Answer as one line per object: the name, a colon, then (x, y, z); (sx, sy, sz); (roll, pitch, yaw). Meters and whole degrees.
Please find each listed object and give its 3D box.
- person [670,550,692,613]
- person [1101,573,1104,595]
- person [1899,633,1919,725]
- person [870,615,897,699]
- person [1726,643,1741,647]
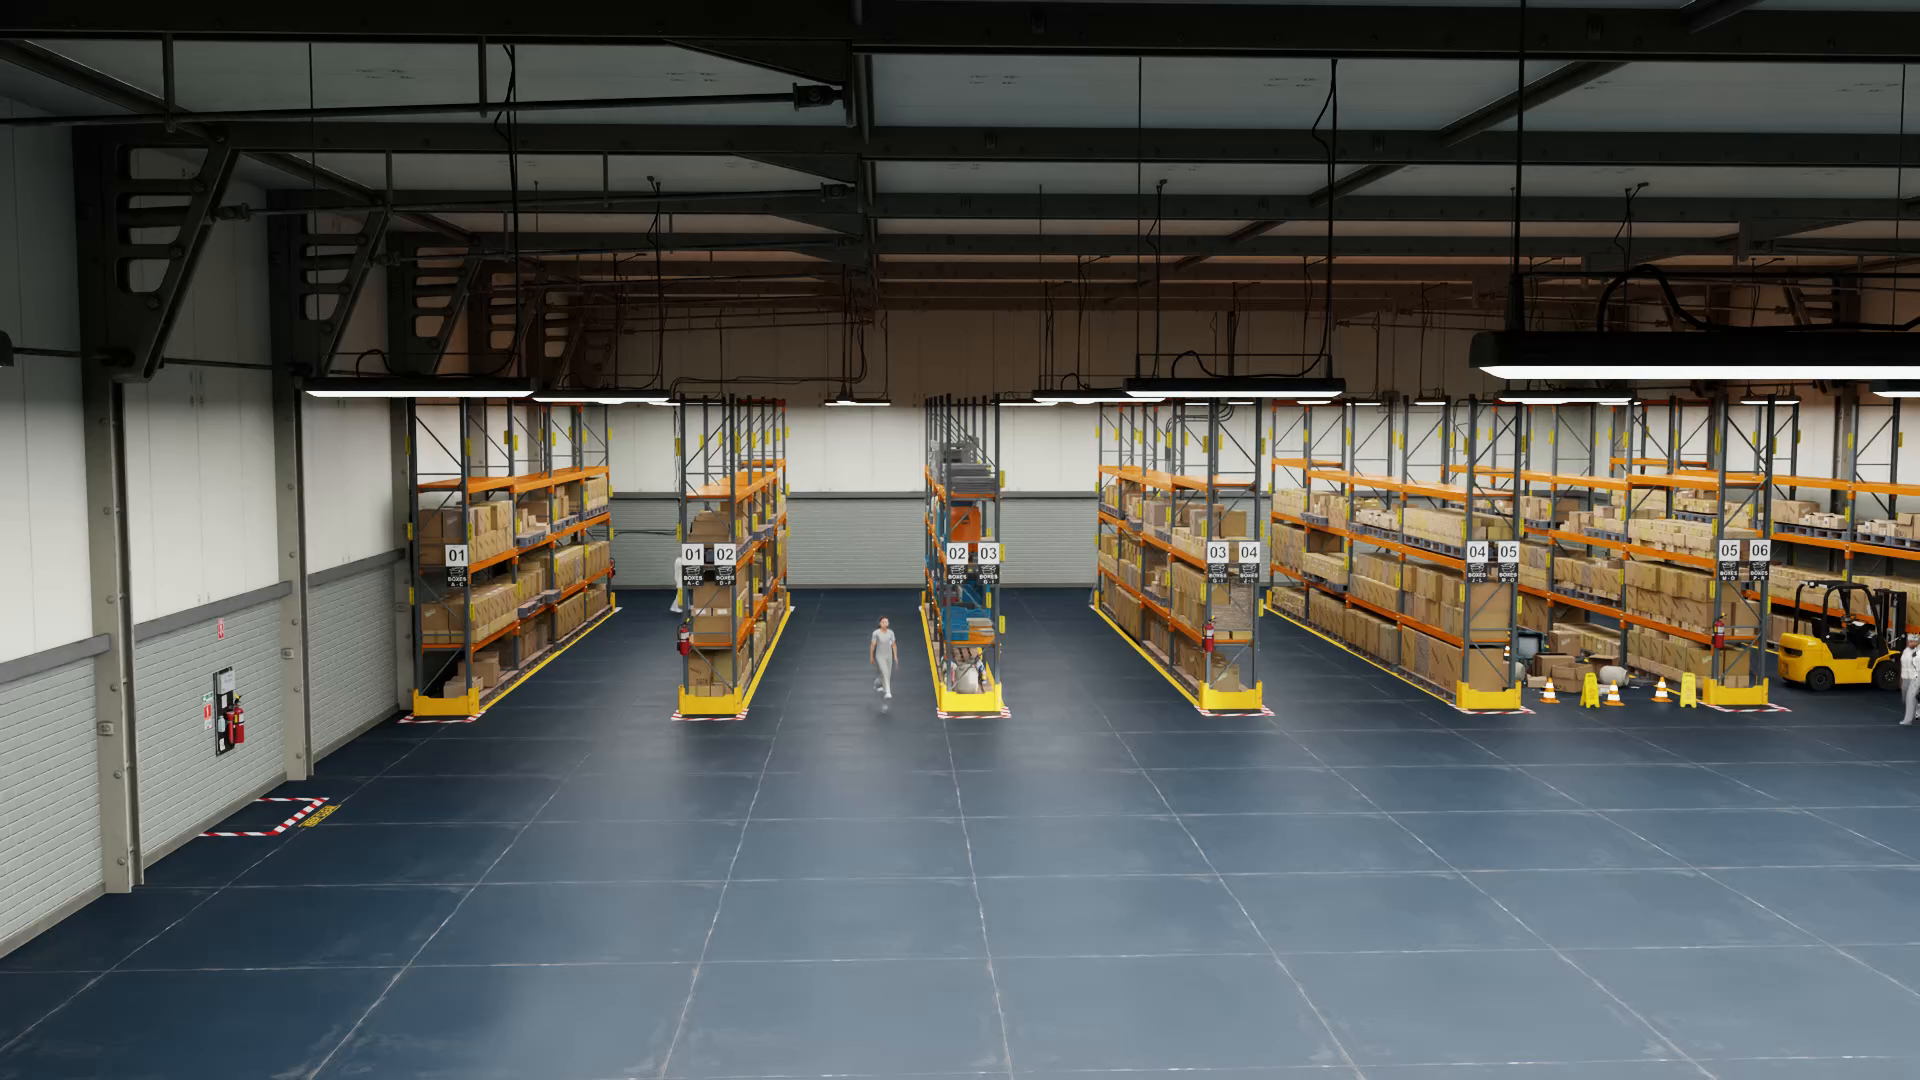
person: (-7.813, 1.156, 46.711); (0.820, 1.748, 0.618); (-2, 5, -29)
person: (4.426, 1.032, 48.767); (0.965, 1.632, 0.509); (1, 5, 7)
person: (17.304, 2.503, 30.133); (0.881, 1.648, 0.445); (-3, 5, -29)
person: (-1.427, 2.218, 31.733); (0.496, 1.540, 1.121); (-3, 5, -32)
person: (16.984, 2.098, 36.297); (0.506, 1.530, 0.625); (-2, 5, -21)
